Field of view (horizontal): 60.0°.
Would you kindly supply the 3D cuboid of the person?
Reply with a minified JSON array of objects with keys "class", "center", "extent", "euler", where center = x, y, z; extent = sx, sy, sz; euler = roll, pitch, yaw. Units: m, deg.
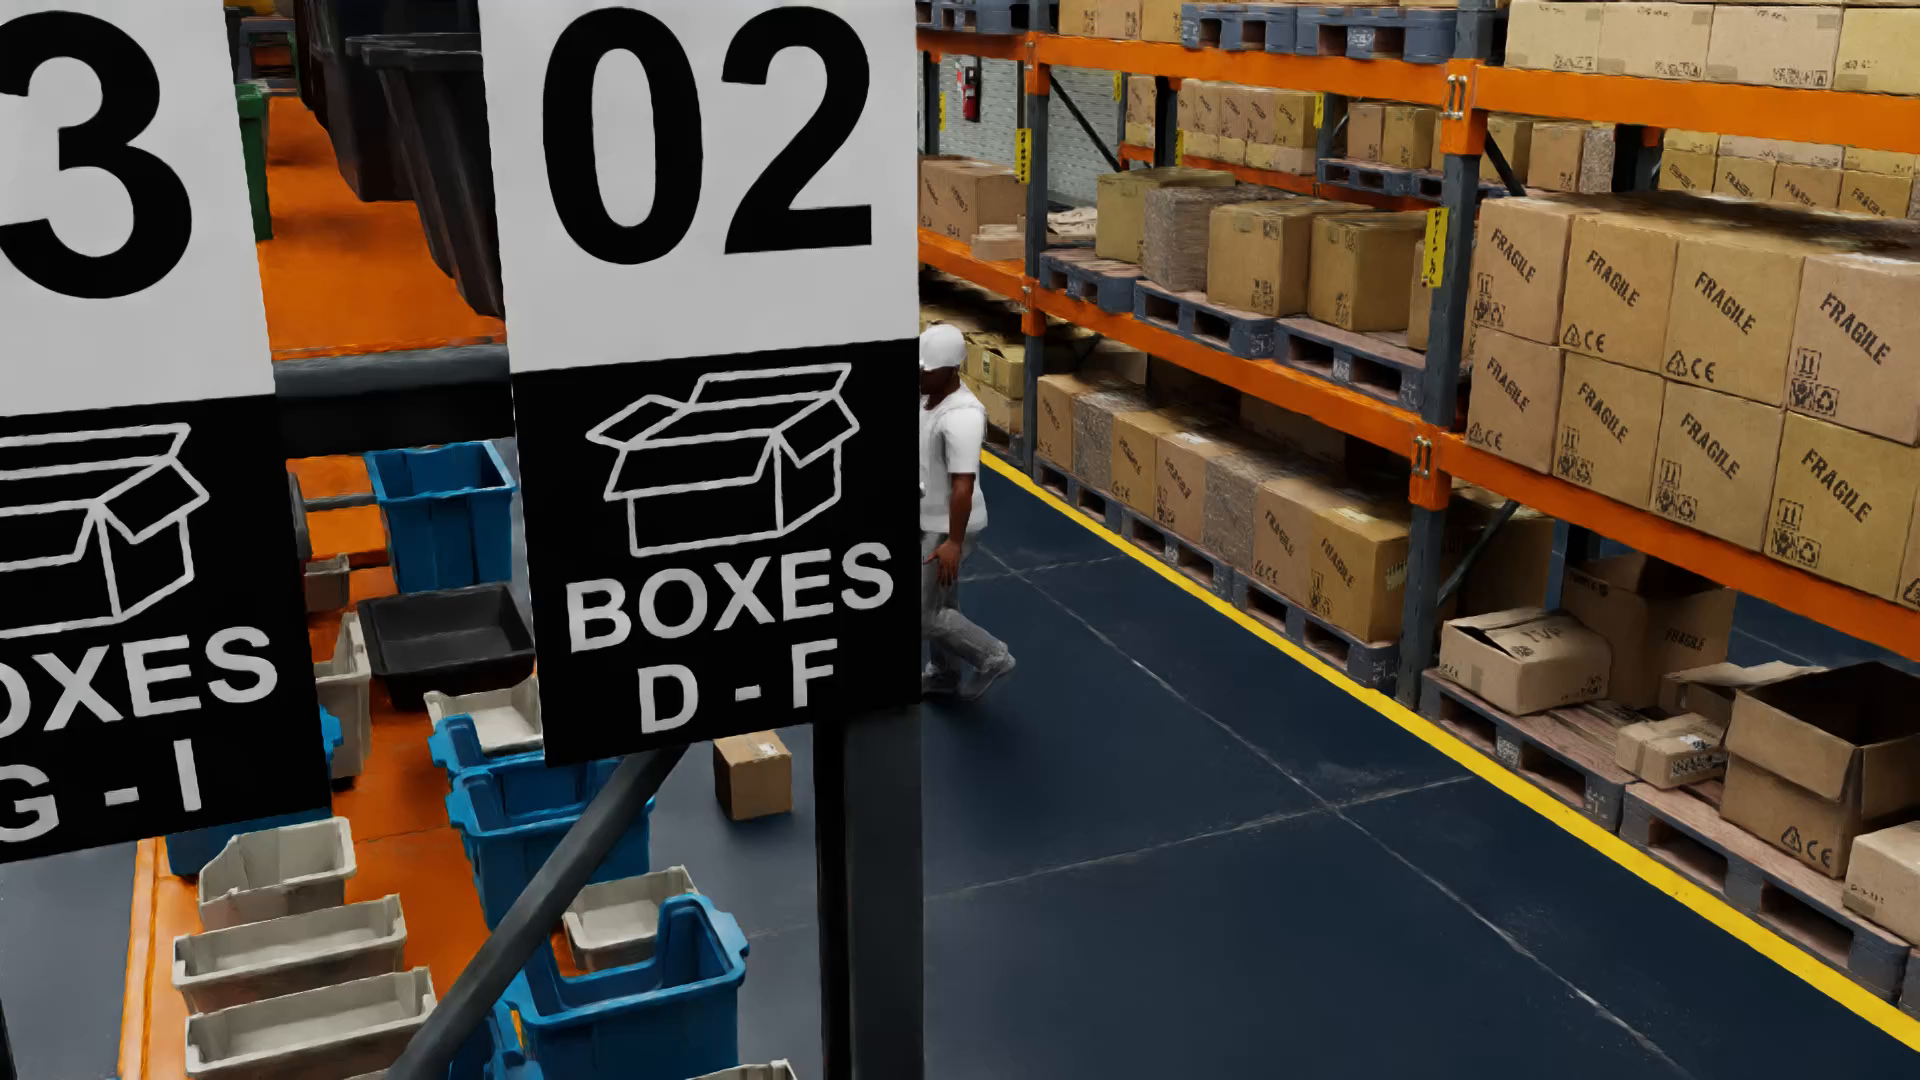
[{"class":"person","center":[-0.022,-0.076,7.188],"extent":[0.507,1.759,0.650],"euler":[-4,19,-13]}]
